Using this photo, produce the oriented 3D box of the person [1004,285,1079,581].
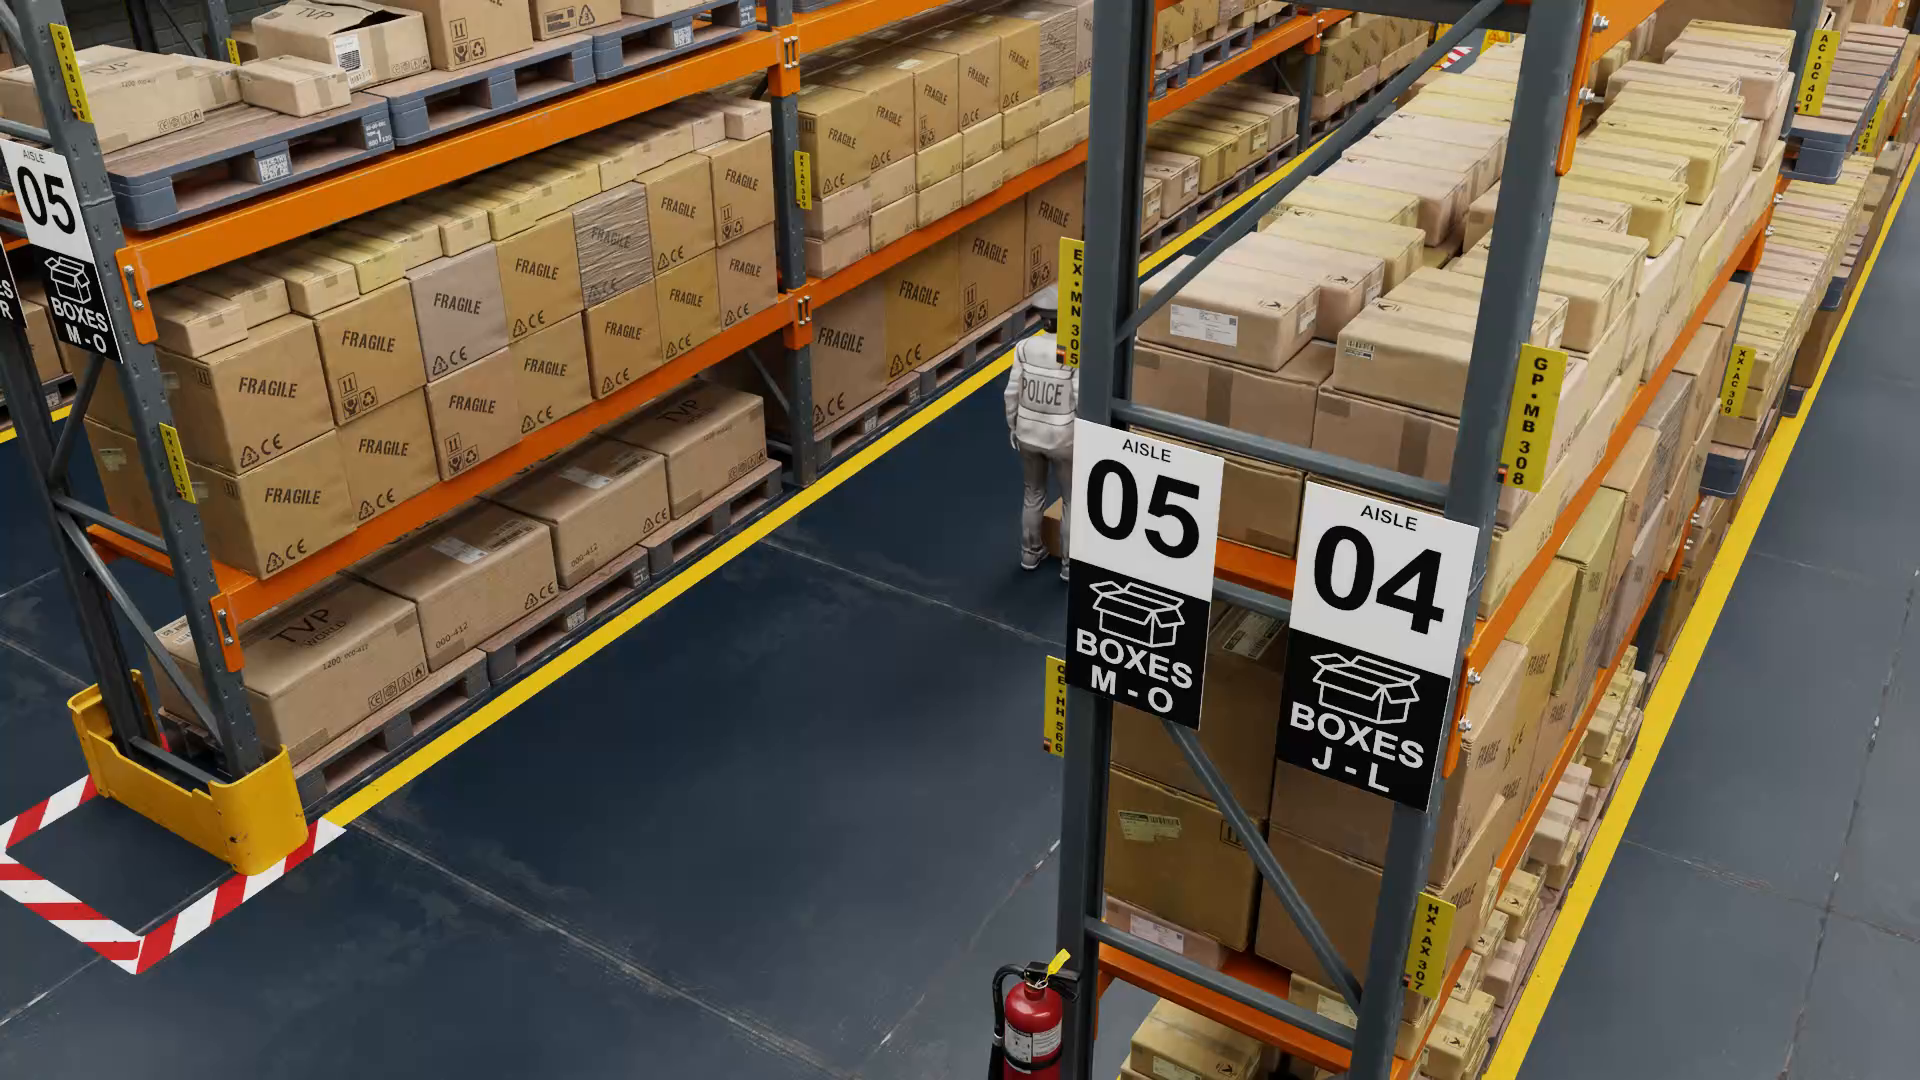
[{"bbox_3d":[0.505,-0.564,9.129,0.545,1.663,0.376,16,34,24],"label":"person"}]
